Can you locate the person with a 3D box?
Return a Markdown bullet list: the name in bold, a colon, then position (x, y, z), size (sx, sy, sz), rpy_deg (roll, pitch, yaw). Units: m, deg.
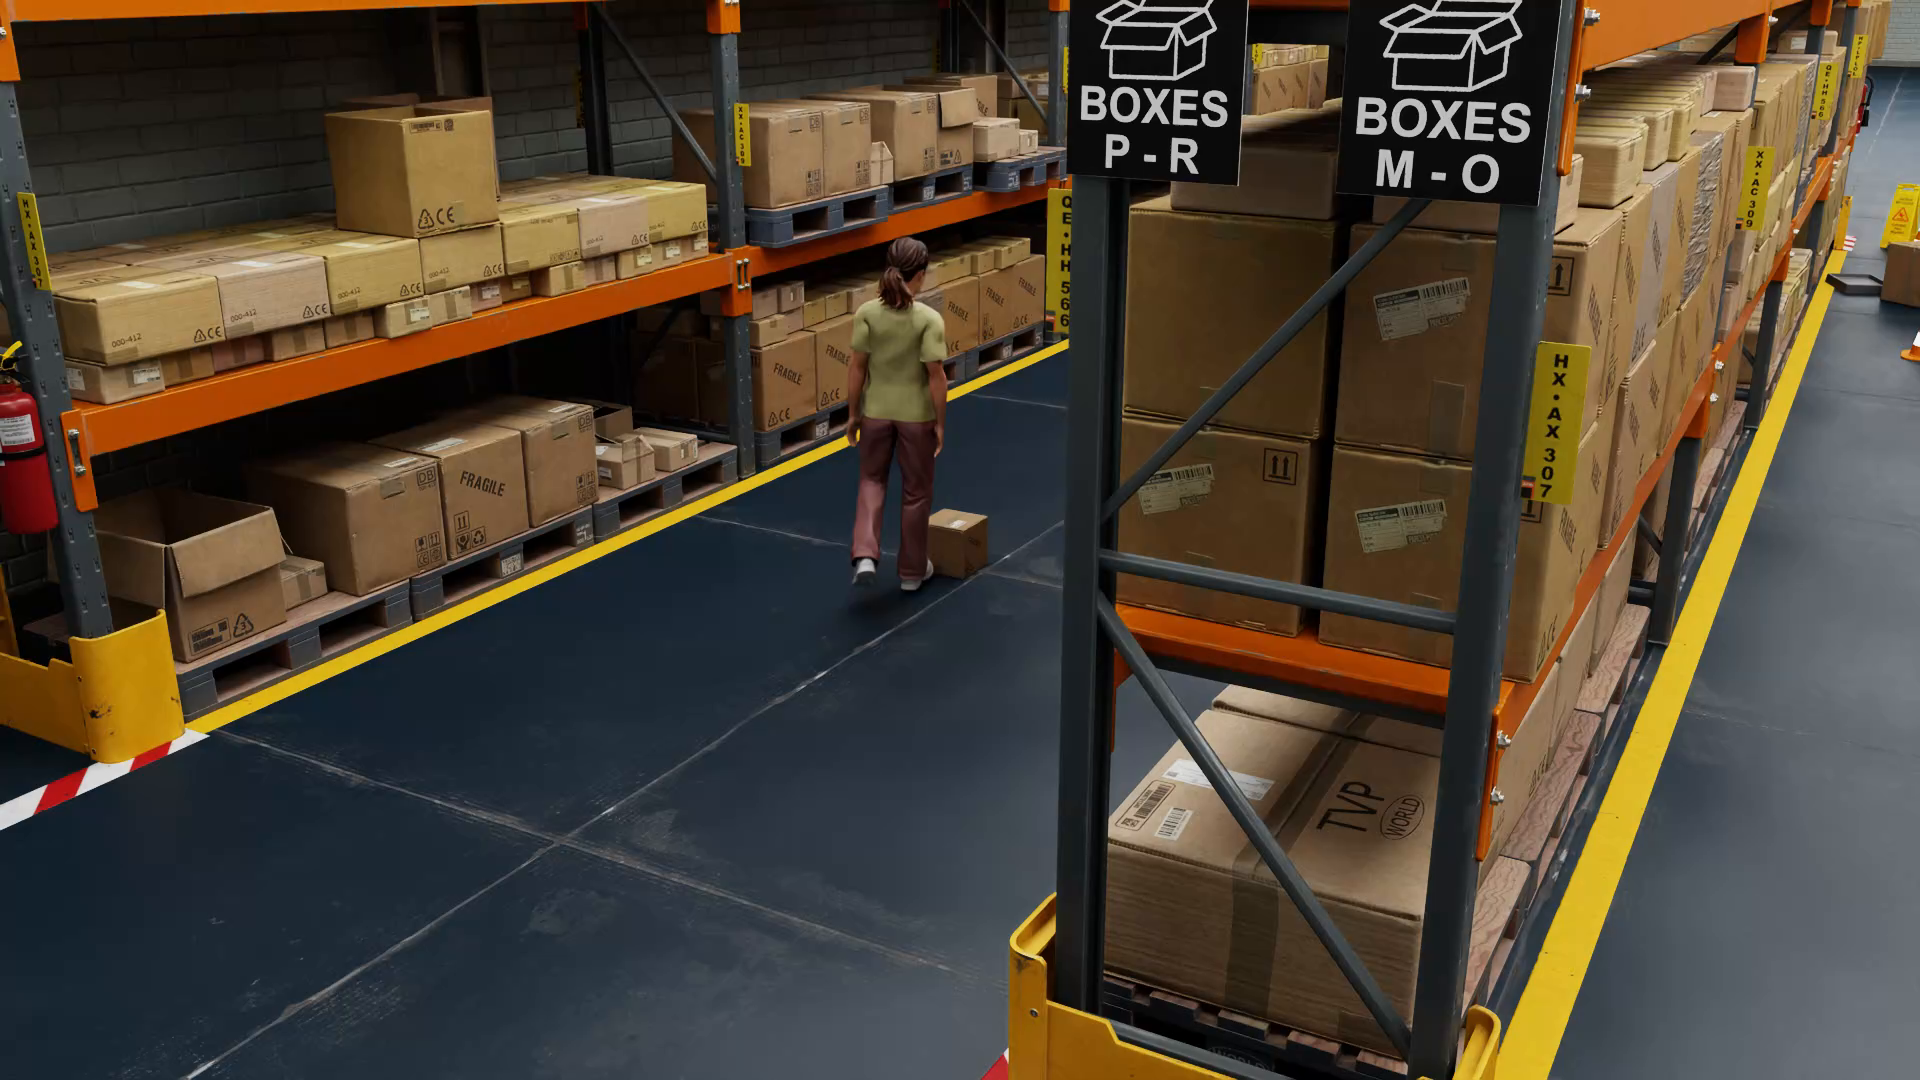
- **person**: position (-0.262, -0.544, 7.548), size (0.478, 1.670, 0.610), rpy_deg (5, 20, 13)
